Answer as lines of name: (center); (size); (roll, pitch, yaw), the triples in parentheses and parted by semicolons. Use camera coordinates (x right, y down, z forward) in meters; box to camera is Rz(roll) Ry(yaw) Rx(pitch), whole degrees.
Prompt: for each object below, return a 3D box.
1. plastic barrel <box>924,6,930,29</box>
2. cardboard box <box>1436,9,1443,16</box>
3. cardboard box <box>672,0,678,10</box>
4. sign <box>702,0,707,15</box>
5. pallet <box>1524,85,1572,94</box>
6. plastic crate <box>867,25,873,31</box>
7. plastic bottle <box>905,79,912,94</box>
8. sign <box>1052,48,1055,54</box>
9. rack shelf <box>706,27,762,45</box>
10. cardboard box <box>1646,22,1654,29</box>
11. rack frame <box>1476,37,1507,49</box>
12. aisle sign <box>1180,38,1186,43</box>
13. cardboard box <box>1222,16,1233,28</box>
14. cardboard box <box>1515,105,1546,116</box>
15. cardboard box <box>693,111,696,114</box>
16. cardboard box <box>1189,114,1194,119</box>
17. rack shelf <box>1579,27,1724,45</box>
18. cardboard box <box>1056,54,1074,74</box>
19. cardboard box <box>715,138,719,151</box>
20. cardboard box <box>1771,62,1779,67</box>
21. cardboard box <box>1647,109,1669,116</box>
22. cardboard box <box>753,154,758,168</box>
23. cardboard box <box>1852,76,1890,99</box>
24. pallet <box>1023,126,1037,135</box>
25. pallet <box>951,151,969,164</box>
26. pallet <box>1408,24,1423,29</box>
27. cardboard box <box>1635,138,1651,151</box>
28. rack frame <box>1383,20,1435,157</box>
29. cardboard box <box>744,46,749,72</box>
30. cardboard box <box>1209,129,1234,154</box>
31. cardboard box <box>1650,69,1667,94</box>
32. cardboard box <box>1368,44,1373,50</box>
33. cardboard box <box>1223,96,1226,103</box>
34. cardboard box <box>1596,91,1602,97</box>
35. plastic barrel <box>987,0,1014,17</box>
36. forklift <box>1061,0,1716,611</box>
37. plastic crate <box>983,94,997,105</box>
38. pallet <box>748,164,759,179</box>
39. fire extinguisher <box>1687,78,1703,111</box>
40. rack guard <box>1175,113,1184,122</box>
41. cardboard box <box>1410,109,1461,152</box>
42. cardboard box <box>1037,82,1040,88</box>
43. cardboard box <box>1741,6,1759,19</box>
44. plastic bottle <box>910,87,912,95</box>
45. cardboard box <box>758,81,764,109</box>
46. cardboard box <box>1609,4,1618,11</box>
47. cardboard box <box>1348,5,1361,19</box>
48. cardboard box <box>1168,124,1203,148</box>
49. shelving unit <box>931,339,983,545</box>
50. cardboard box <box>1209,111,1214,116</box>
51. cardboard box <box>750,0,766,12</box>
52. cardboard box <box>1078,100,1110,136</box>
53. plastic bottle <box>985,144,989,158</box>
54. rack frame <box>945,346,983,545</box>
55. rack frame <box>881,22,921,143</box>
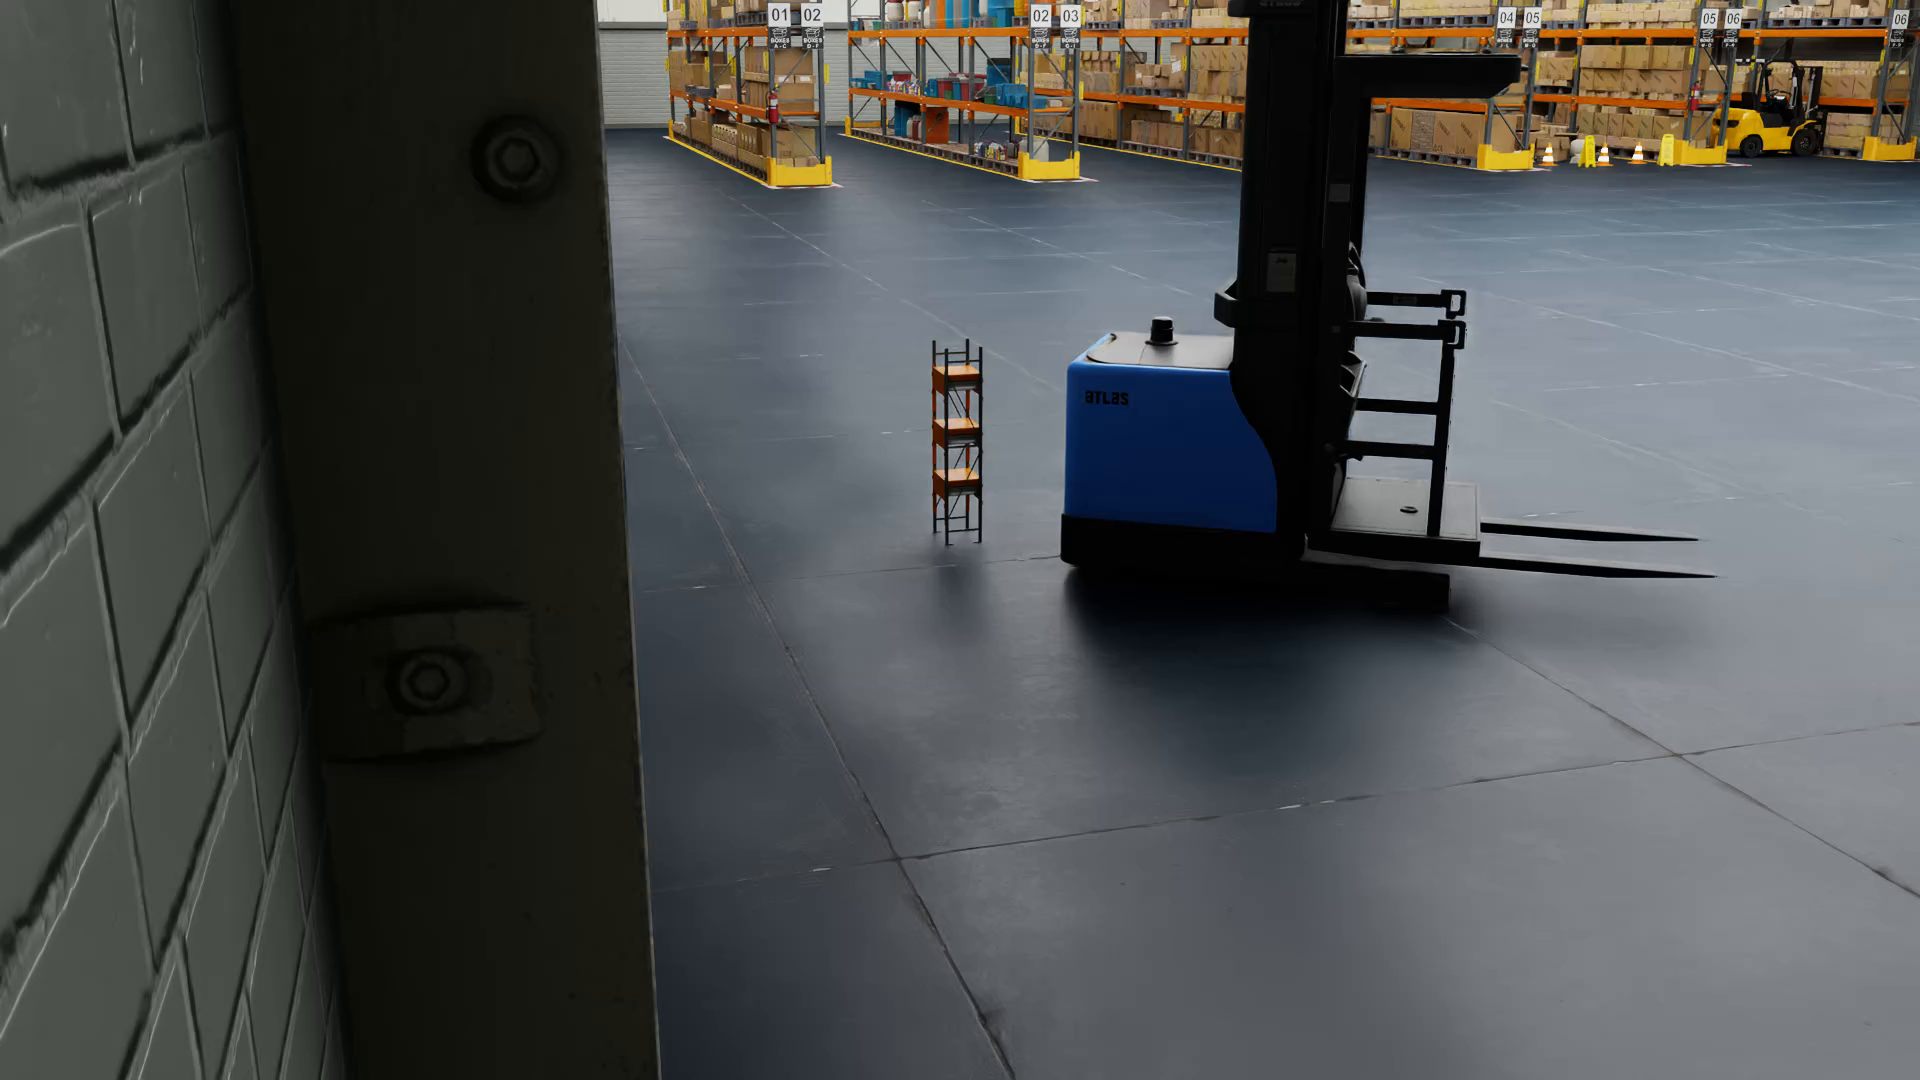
plastic barrel: (-0.624, -12.022, 38.283); (0.421, 0.512, 0.421); (0, 17, 0)
cardboard box: (10.435, -11.308, 35.634); (0.380, 0.149, 0.250); (-4, 17, -15)
cardboard box: (-7.164, -14.142, 43.623); (0.700, 0.500, 0.500); (-5, 17, -15)
sign: (-5.701, -11.893, 37.150); (0.100, 0.325, 0.005); (-5, 17, -15)
pallet: (14.459, -11.181, 41.225); (1.003, 0.211, 1.213); (-5, 17, -15)
plastic crate: (-2.230, -13.380, 43.458); (0.293, 0.136, 0.466); (-5, 17, -15)
plastic bottle: (-1.254, -11.060, 40.575); (0.144, 0.351, 0.185); (-5, 17, -15)
sign: (2.675, -13.953, 47.697); (0.100, 0.325, 0.005); (-5, 17, -15)
rack shelf: (-4.629, -10.790, 35.627); (1.077, 0.370, 4.000); (-5, 17, -15)
cardboard box: (15.382, -11.353, 36.689); (0.380, 0.149, 0.250); (-5, 17, -17)
rack frame: (16.449, -14.423, 51.686); (1.000, 3.000, 0.127); (-5, 17, -15)
aisle sign: (6.637, -14.852, 48.595); (0.394, 0.787, 0.004); (-5, 17, -15)
cardboard box: (5.753, -10.718, 34.396); (0.500, 0.250, 0.500); (-5, 17, -16)
cardboard box: (17.009, -12.724, 49.644); (0.700, 0.500, 0.500); (-5, 18, -17)
cardboard box: (-6.991, -11.347, 45.024); (0.500, 0.500, 0.500); (-5, 17, -15)
cardboard box: (6.864, -12.343, 48.470); (0.380, 0.149, 0.250); (-5, 17, -16)
rack shelf: (15.525, -11.249, 37.156); (1.077, 0.370, 4.000); (-5, 17, -15)
cardboard box: (2.865, -12.676, 44.308); (0.500, 0.500, 0.500); (-4, 17, -14)
cardboard box: (-5.178, -8.828, 37.110); (0.500, 0.250, 0.500); (-5, 17, -17)
cardboard box: (19.725, -11.429, 39.901); (0.380, 0.149, 0.250); (-4, 17, -14)
cardboard box: (15.438, -9.455, 36.766); (0.380, 0.149, 0.250); (-4, 17, -14)
cardboard box: (-3.699, -7.323, 32.099); (0.500, 0.250, 0.500); (-5, 17, -15)
cardboard box: (20.458, -10.161, 37.322); (0.500, 0.500, 0.500); (-5, 17, -16)
pallet: (2.444, -11.696, 47.453); (1.003, 0.211, 1.213); (-5, 17, -15)
pallet: (0.431, -8.414, 36.528); (1.003, 0.211, 1.213); (-5, 17, -15)
pallet: (12.562, -14.544, 47.030); (1.003, 0.211, 1.213); (-5, 17, -15)
cardboard box: (15.459, -8.834, 37.130); (0.500, 0.250, 0.500); (-5, 17, -15)
rack frame: (10.244, -10.291, 37.930); (1.000, 3.000, 0.127); (-5, 17, -15)
cardboard box: (-3.951, -9.692, 33.506); (0.700, 0.500, 0.500); (-5, 17, -15)
cardboard box: (5.683, -8.659, 36.113); (0.500, 0.500, 0.500); (1, 17, 2)
cardboard box: (15.527, -10.062, 36.475); (0.500, 0.500, 0.500); (-5, 17, -15)
cardboard box: (12.013, -14.246, 48.057); (0.380, 0.149, 0.250); (-5, 17, -15)
cardboard box: (5.754, -9.244, 34.881); (0.380, 0.149, 0.250); (-5, 17, -15)
cardboard box: (14.975, -10.341, 38.532); (0.380, 0.149, 0.250); (-5, 17, -16)
plastic barrel: (0.855, -11.129, 33.905); (0.600, 0.901, 0.708); (-5, 17, -15)
forklift: (2.080, -1.241, 7.921); (3.031, 2.935, 1.130); (5, 17, 16)
plastic crate: (0.786, -9.036, 34.120); (0.450, 0.188, 0.662); (-5, 17, -15)
pallet: (-3.562, -7.248, 32.646); (1.003, 0.211, 1.213); (-5, 17, -15)
fire extinguisher: (15.663, -9.499, 35.427); (0.296, 0.674, 0.183); (-5, 17, -15)
rack guard: (6.967, -12.392, 49.270); (1.175, 0.500, 0.348); (-5, 17, -15)
cardboard box: (10.600, -9.046, 36.749); (0.875, 0.875, 0.875); (-5, 17, -15)
cardboard box: (2.353, -12.576, 45.974); (0.380, 0.149, 0.250); (-5, 17, -17)
cardboard box: (19.314, -12.928, 40.745); (0.500, 0.311, 0.500); (-5, 18, -17)
plastic bottle: (-1.147, -10.857, 40.158); (0.097, 0.201, 0.097); (0, 17, 0)
cardboard box: (-3.524, -8.644, 32.274); (0.700, 0.500, 0.500); (-4, 17, -14)
cardboard box: (14.958, -12.077, 37.714); (0.380, 0.149, 0.250); (-5, 17, -16)
cardboard box: (9.410, -12.542, 39.461); (0.500, 0.311, 0.500); (-5, 17, -16)
cardboard box: (5.186, -9.245, 38.029); (0.700, 0.500, 0.500); (-5, 17, -16)
shelving unit: (-0.015, -0.518, 8.782); (0.215, 1.050, 0.252); (-5, 17, -15)
cardboard box: (7.268, -12.057, 47.002); (0.380, 0.149, 0.250); (-5, 18, -17)
cardboard box: (-3.703, -10.152, 31.434); (0.500, 0.311, 0.500); (-3, 17, -9)
cardboard box: (3.690, -10.901, 42.923); (1.225, 0.875, 0.875); (-5, 18, -17)
plastic bottle: (0.565, -8.088, 34.552); (0.061, 0.283, 0.133); (-4, 17, -13)
rack frame: (0.019, -0.484, 8.670); (0.200, 1.050, 0.008); (-5, 17, -15)
rack frame: (-1.514, -11.748, 42.781); (1.000, 3.000, 0.127); (-5, 17, -15)
